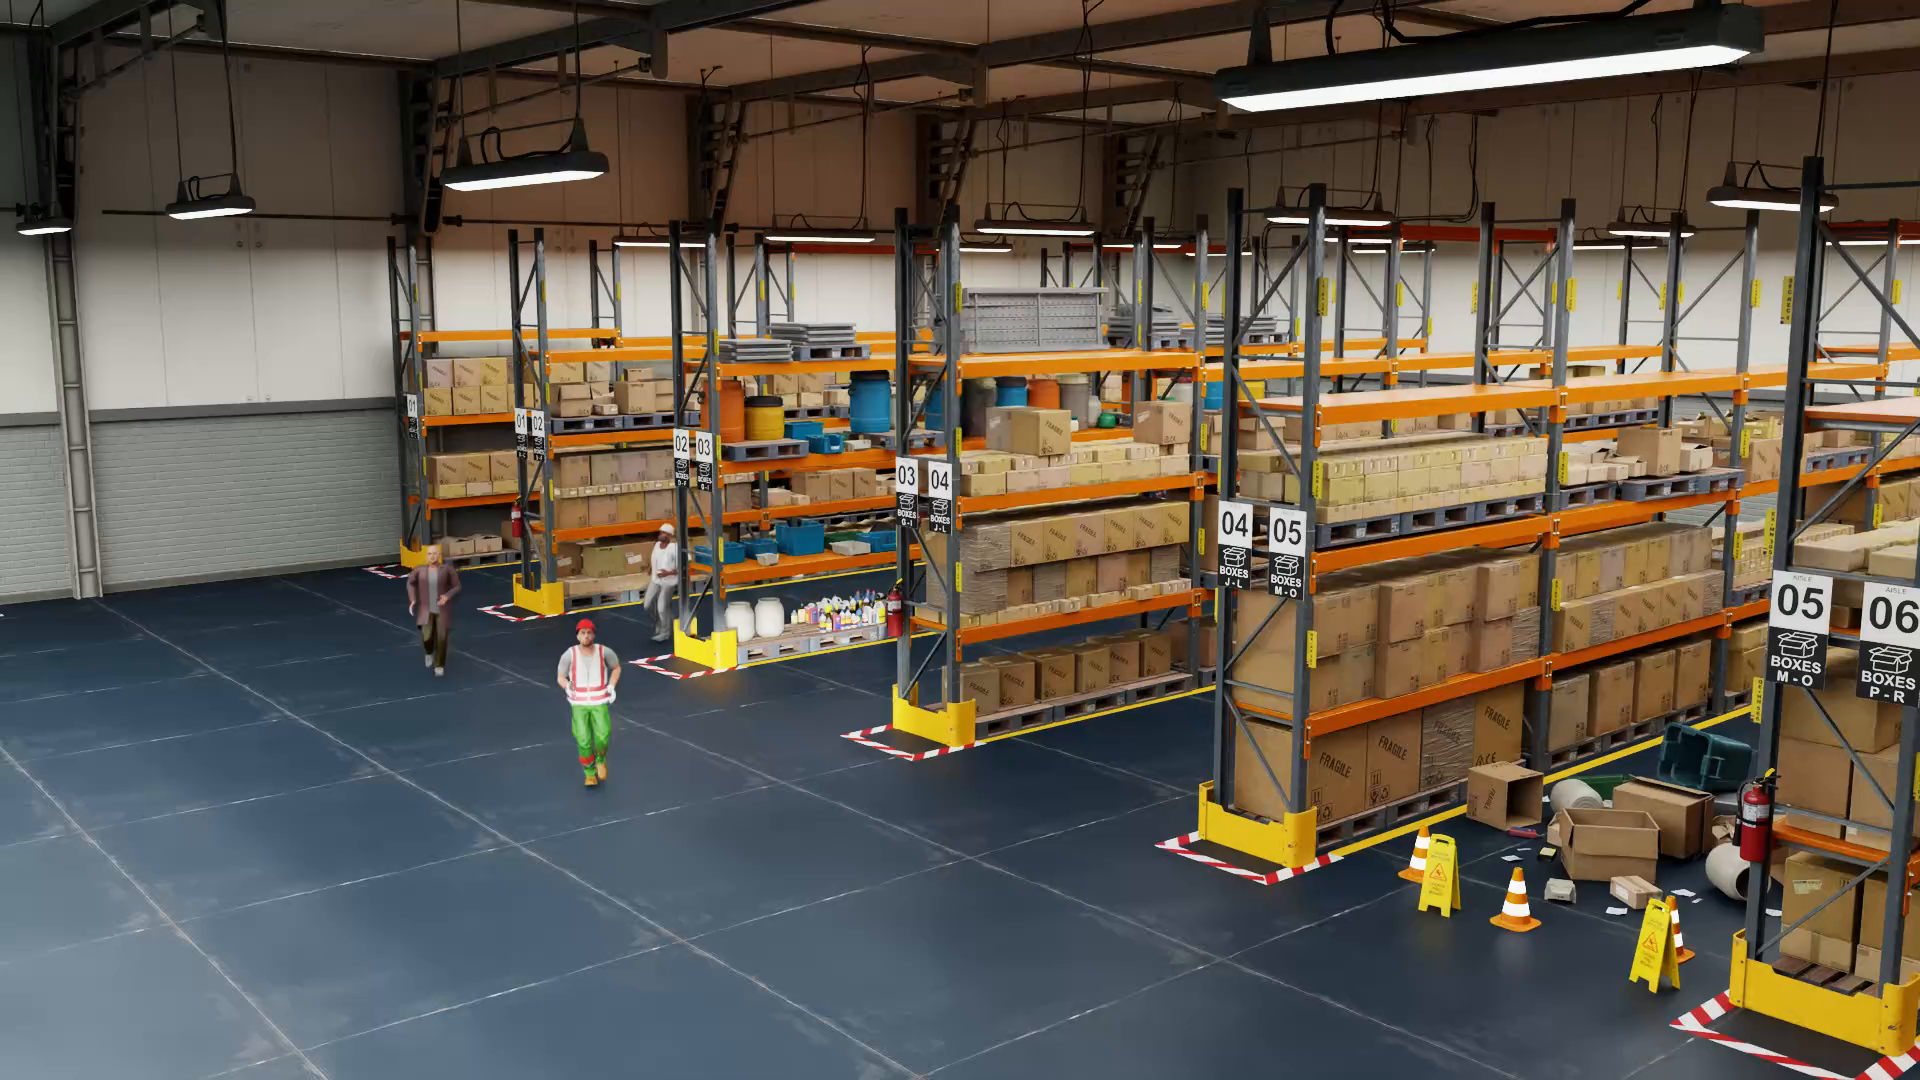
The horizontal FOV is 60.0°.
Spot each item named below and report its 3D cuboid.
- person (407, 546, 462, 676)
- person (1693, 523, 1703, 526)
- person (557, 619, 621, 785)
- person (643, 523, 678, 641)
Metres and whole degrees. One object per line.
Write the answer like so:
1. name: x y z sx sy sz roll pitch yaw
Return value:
1. person: -6.958 0.943 22.022 0.716 1.736 0.625 -2 9 -13
2. person: 10.558 0.609 23.770 0.874 1.736 0.647 -7 11 -39
3. person: -3.796 1.686 17.068 0.644 1.741 0.580 -2 9 -12
4. person: -4.283 0.622 24.125 0.733 1.739 0.521 6 11 34
